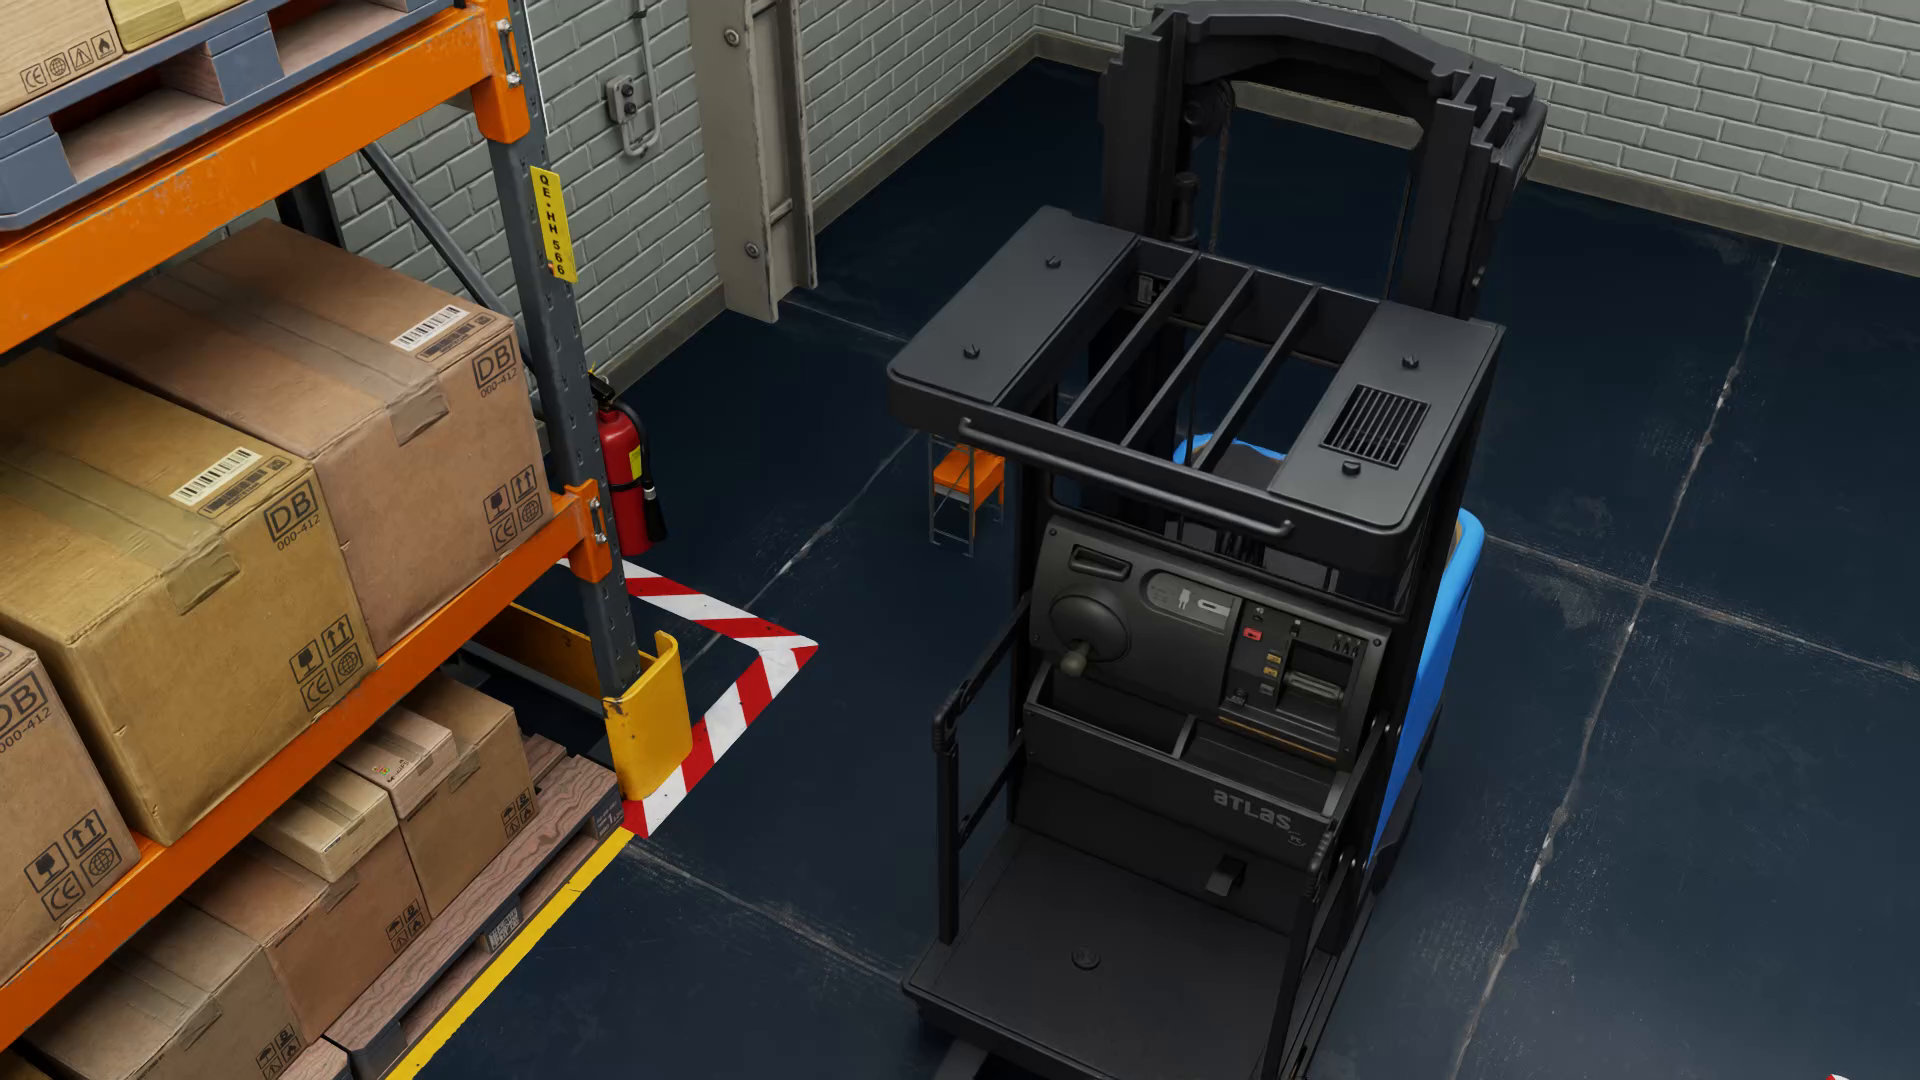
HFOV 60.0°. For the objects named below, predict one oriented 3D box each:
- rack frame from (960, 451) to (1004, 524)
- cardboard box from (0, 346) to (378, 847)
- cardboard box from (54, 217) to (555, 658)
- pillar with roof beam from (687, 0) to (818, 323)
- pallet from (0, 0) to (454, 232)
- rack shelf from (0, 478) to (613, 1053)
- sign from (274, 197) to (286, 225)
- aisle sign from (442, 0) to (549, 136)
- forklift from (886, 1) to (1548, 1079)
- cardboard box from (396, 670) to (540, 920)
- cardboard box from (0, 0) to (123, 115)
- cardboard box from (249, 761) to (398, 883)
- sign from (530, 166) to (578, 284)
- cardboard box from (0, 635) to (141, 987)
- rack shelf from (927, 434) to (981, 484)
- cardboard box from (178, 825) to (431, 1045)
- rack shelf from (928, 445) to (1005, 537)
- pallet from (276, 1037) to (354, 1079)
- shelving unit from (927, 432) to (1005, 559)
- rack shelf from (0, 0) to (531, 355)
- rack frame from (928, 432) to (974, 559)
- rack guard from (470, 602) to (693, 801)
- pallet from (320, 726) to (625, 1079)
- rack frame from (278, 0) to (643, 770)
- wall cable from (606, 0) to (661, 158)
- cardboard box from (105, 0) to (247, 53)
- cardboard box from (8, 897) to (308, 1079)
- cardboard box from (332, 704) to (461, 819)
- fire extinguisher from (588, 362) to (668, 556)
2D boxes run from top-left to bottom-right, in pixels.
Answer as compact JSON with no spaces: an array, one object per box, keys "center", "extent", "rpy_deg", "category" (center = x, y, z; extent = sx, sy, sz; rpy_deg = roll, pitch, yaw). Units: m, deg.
[{"center":[0.088,-0.494,6.517],"extent":[0.200,1.050,0.008],"rpy_deg":[21,45,22],"category":"rack frame"},{"center":[-2.130,0.114,4.123],"extent":[0.980,0.700,0.700],"rpy_deg":[21,45,22],"category":"cardboard box"},{"center":[-1.776,-0.305,4.600],"extent":[0.980,0.700,0.700],"rpy_deg":[23,46,24],"category":"cardboard box"},{"center":[2.800,-3.147,3.514],"extent":[9.100,9.000,0.400],"rpy_deg":[21,45,22],"category":"pillar with roof beam"},{"center":[-1.891,-1.153,3.587],"extent":[1.003,0.211,1.213],"rpy_deg":[21,45,22],"category":"pallet"},{"center":[-2.530,0.926,3.973],"extent":[1.077,0.370,4.000],"rpy_deg":[21,45,22],"category":"rack shelf"},{"center":[-2.007,-1.030,4.935],"extent":[0.100,0.325,0.005],"rpy_deg":[21,45,22],"category":"sign"},{"center":[-1.233,-1.406,4.109],"extent":[0.394,0.787,0.004],"rpy_deg":[21,45,22],"category":"aisle sign"},{"center":[0.527,0.333,4.154],"extent":[1.130,2.935,3.031],"rpy_deg":[19,45,21],"category":"forklift"},{"center":[-1.793,0.726,5.229],"extent":[0.700,0.500,0.500],"rpy_deg":[21,45,22],"category":"cardboard box"},{"center":[-1.925,-0.948,3.007],"extent":[0.500,0.250,0.500],"rpy_deg":[19,45,21],"category":"cardboard box"},{"center":[-1.827,0.763,4.697],"extent":[0.380,0.149,0.250],"rpy_deg":[22,46,23],"category":"cardboard box"},{"center":[-1.066,-0.824,4.361],"extent":[0.100,0.325,0.005],"rpy_deg":[21,45,22],"category":"sign"},{"center":[-2.520,0.548,3.631],"extent":[0.980,0.700,0.700],"rpy_deg":[19,45,20],"category":"cardboard box"},{"center":[0.027,-0.417,6.445],"extent":[0.215,0.259,0.240],"rpy_deg":[21,45,22],"category":"rack shelf"},{"center":[-2.043,1.012,4.904],"extent":[0.700,0.500,0.500],"rpy_deg":[21,45,22],"category":"cardboard box"},{"center":[0.027,-0.208,6.628],"extent":[0.215,0.259,0.240],"rpy_deg":[21,45,22],"category":"rack shelf"},{"center":[-2.473,1.737,4.618],"extent":[1.003,0.211,1.213],"rpy_deg":[21,45,22],"category":"pallet"},{"center":[0.027,-0.425,6.438],"extent":[0.215,1.050,0.252],"rpy_deg":[21,45,22],"category":"shelving unit"},{"center":[-2.530,-0.199,2.981],"extent":[1.077,0.370,4.000],"rpy_deg":[21,45,22],"category":"rack shelf"},{"center":[-0.034,-0.355,6.359],"extent":[0.200,1.050,0.008],"rpy_deg":[21,45,22],"category":"rack frame"},{"center":[-1.517,0.436,5.876],"extent":[1.175,0.500,0.348],"rpy_deg":[21,45,22],"category":"rack guard"},{"center":[-1.861,1.042,5.407],"extent":[1.003,0.211,1.213],"rpy_deg":[21,45,22],"category":"pallet"},{"center":[-1.529,-0.488,5.035],"extent":[1.000,3.000,0.127],"rpy_deg":[21,45,22],"category":"rack frame"},{"center":[-1.707,-1.915,5.886],"extent":[0.084,1.984,1.851],"rpy_deg":[21,45,22],"category":"wall cable"},{"center":[-1.666,-1.246,3.345],"extent":[0.500,0.250,0.500],"rpy_deg":[22,46,23],"category":"cardboard box"},{"center":[-2.294,1.300,4.577],"extent":[0.700,0.500,0.500],"rpy_deg":[19,45,21],"category":"cardboard box"},{"center":[-1.699,0.616,4.863],"extent":[0.380,0.149,0.250],"rpy_deg":[20,45,22],"category":"cardboard box"},{"center":[-1.054,-0.253,5.108],"extent":[0.296,0.674,0.183],"rpy_deg":[21,45,22],"category":"fire extinguisher"}]
